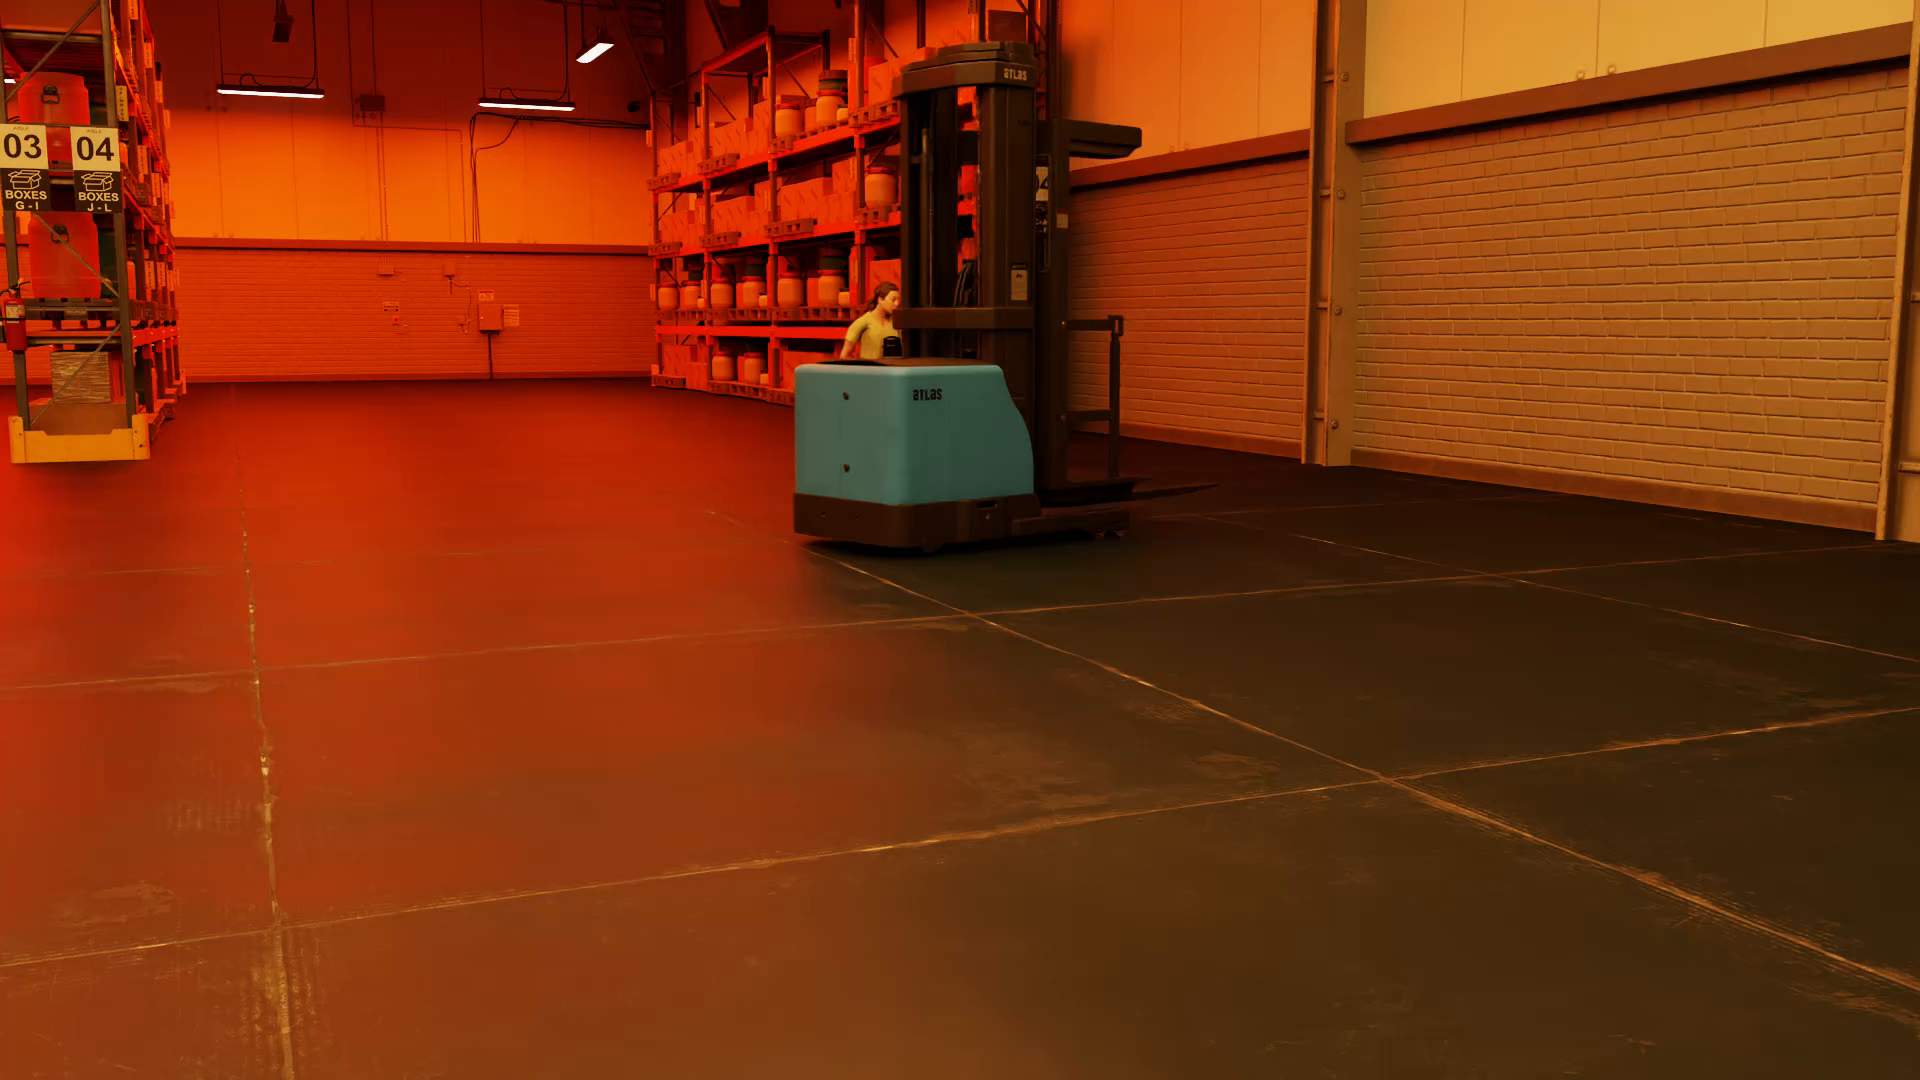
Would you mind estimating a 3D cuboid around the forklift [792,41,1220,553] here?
[{"bbox_3d":[0.430,-1.513,10.418,3.031,2.935,1.130,-7,10,-42],"label":"forklift"}]

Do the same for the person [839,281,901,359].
[{"bbox_3d":[-0.616,-1.233,13.259,0.791,1.645,0.376,-5,9,-34],"label":"person"}]
